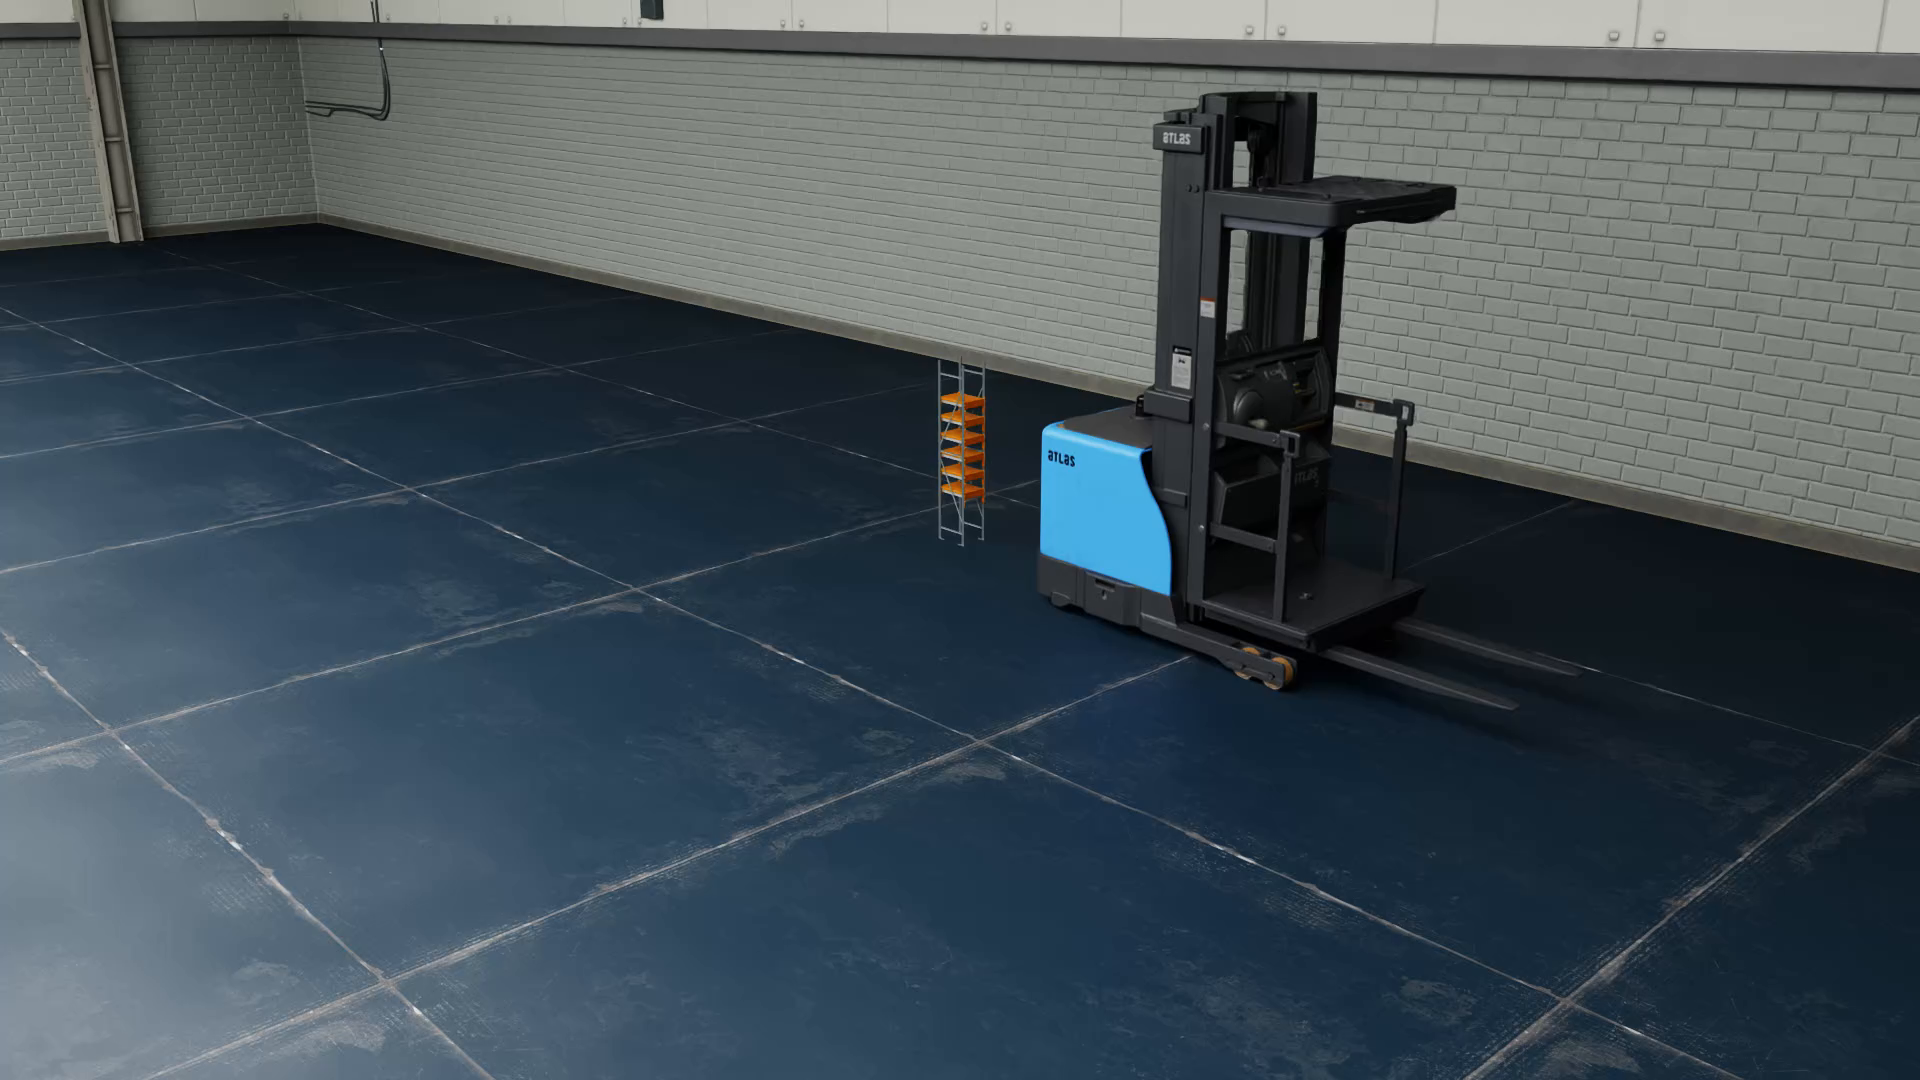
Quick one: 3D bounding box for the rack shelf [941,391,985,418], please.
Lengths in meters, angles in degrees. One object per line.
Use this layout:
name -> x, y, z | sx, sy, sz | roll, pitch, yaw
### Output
rack shelf -> 0.010, -0.874, 10.712 | 0.180, 0.103, 0.258 | -16, 24, -41

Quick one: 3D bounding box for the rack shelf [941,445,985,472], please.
rack shelf -> 0.010, -0.532, 10.823 | 0.180, 0.103, 0.258 | -16, 24, -41

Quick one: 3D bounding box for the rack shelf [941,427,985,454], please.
rack shelf -> 0.010, -0.646, 10.786 | 0.180, 0.103, 0.258 | -16, 24, -41

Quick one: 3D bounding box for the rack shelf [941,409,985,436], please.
rack shelf -> 0.010, -0.760, 10.749 | 0.180, 0.103, 0.258 | -16, 24, -41

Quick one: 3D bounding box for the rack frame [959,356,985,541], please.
rack frame -> 0.077, -0.593, 10.869 | 0.006, 1.200, 0.240 | -16, 24, -41

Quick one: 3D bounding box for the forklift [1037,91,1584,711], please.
forklift -> 1.821, -0.798, 8.694 | 1.130, 2.935, 3.031 | -16, 24, -40

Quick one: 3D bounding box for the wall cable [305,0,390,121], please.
wall cable -> -9.323, -7.575, 24.792 | 0.112, 2.526, 3.097 | -16, 24, -41

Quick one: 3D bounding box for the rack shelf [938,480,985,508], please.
rack shelf -> 0.011, -0.303, 10.897 | 0.180, 0.103, 0.258 | -16, 24, -41

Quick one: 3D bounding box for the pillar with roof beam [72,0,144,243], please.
pillar with roof beam -> -9.414, -7.759, 20.326 | 0.400, 9.000, 9.100 | -16, 24, -41

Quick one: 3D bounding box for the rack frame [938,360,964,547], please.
rack frame -> -0.056, -0.554, 10.749 | 0.006, 1.200, 0.240 | -16, 24, -41

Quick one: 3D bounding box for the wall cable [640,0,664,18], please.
wall cable -> -2.812, -8.539, 17.216 | 0.169, 6.003, 2.305 | -16, 24, -41

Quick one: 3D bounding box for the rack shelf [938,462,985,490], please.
rack shelf -> 0.010, -0.417, 10.860 | 0.180, 0.103, 0.258 | -16, 24, -41

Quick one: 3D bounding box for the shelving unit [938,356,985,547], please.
shelving unit -> 0.010, -0.574, 10.809 | 0.189, 1.200, 0.258 | -16, 24, -41
